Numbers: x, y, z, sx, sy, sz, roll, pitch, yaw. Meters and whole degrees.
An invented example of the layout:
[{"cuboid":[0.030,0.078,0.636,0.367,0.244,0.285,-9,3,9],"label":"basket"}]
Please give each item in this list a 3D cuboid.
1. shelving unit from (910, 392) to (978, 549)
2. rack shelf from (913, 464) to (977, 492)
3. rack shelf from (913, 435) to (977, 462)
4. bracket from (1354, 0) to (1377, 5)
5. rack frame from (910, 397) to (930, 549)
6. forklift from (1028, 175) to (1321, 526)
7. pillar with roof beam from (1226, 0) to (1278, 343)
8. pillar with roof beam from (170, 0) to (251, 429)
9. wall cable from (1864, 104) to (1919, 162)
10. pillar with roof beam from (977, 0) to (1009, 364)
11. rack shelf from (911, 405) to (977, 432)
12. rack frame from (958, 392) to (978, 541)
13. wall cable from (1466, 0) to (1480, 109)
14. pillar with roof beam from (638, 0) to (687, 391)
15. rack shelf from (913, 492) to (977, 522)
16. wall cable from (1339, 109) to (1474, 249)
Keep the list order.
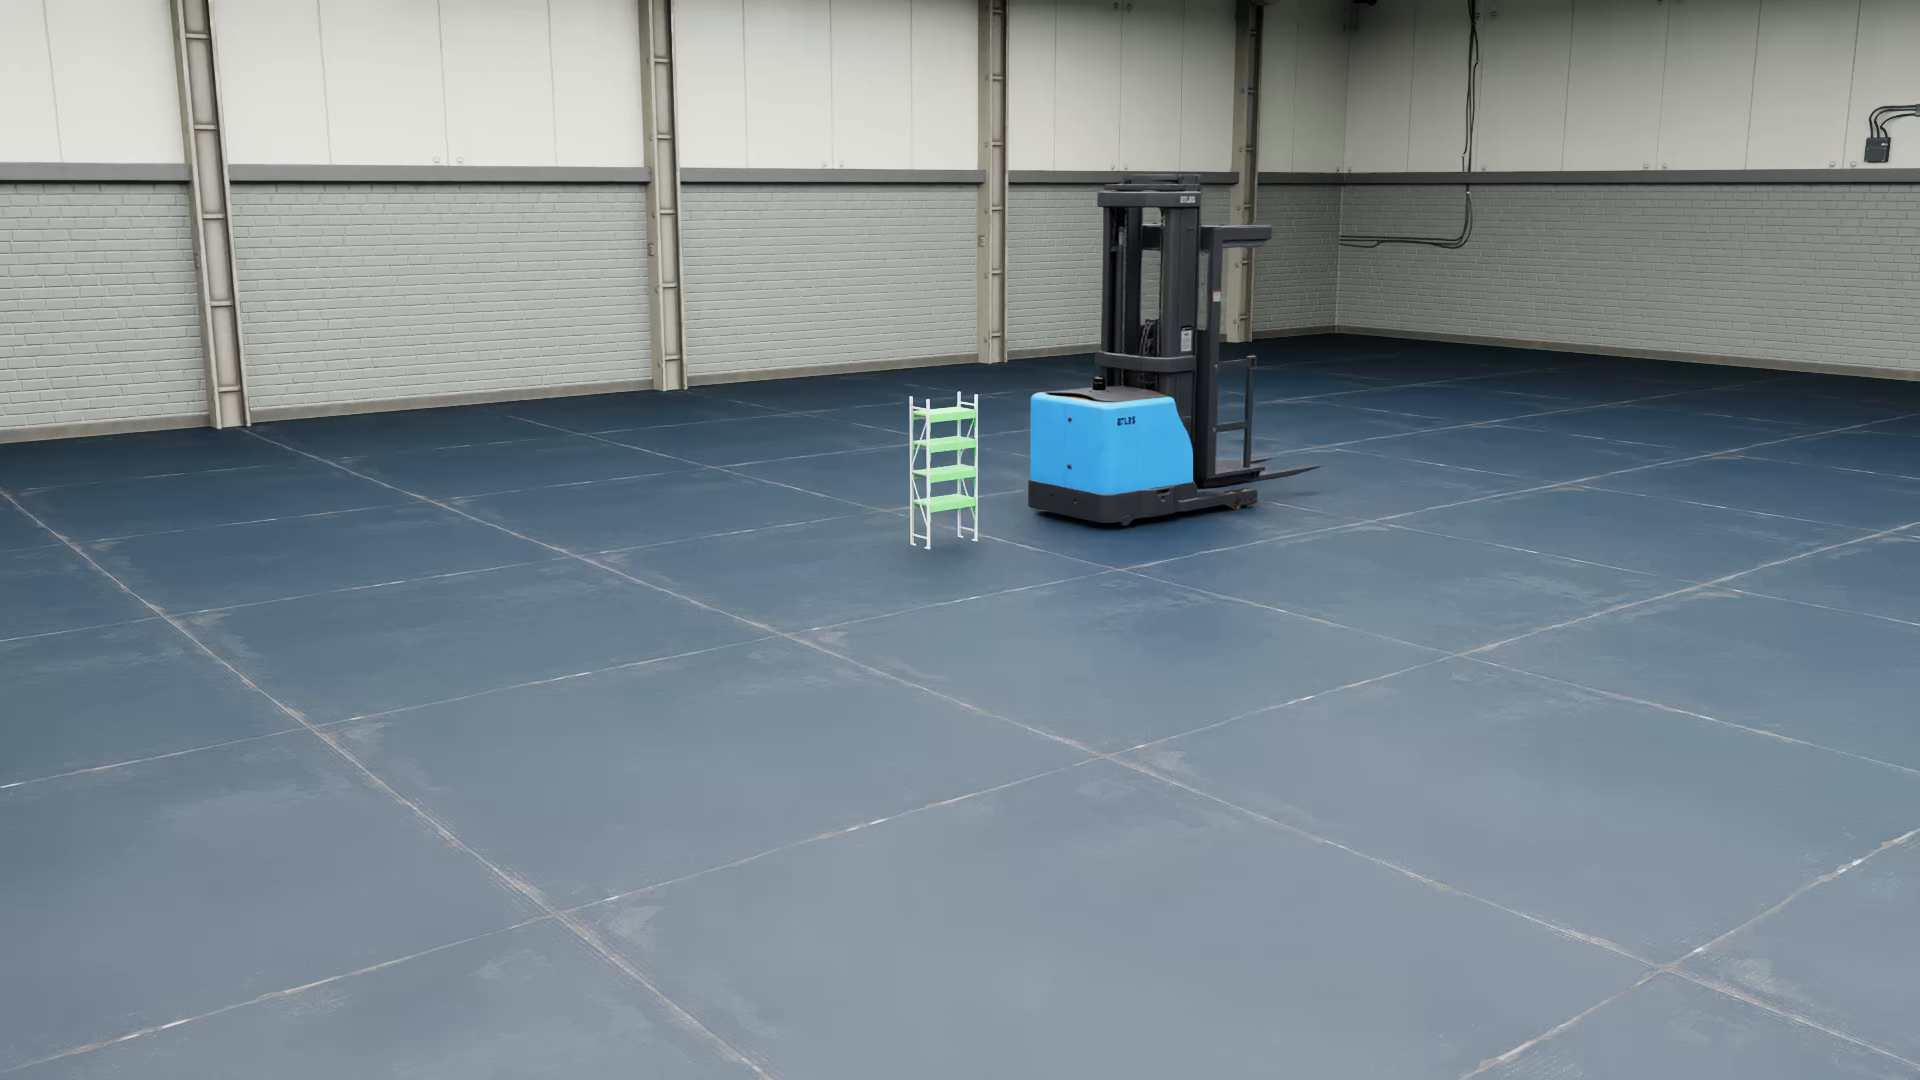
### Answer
[{"cuboid":[-0.129,-0.565,13.403,0.503,1.200,0.258,-9,15,-38],"label":"shelving unit"},{"cuboid":[-0.129,-0.503,13.416,0.480,0.148,0.258,-9,15,-38],"label":"rack shelf"},{"cuboid":[-0.129,-0.738,13.366,0.480,0.148,0.258,-9,15,-38],"label":"rack shelf"},{"cuboid":[7.616,-10.185,31.264,0.430,0.232,0.235,-9,15,-38],"label":"bracket"},{"cuboid":[-0.320,-0.534,13.254,0.015,1.200,0.240,-9,15,-38],"label":"rack frame"},{"cuboid":[2.064,-1.778,14.946,3.031,2.935,1.130,-10,15,-38],"label":"forklift"},{"cuboid":[7.908,-7.422,26.919,0.548,9.000,9.100,-9,15,-38],"label":"pillar with roof beam"},{"cuboid":[-6.147,-5.087,15.920,0.400,9.000,9.100,-9,15,-38],"label":"pillar with roof beam"},{"cuboid":[14.264,-8.410,23.383,0.169,6.003,2.305,-9,15,-38],"label":"wall cable"},{"cuboid":[3.223,-6.644,23.253,0.400,9.000,9.100,-9,15,-38],"label":"pillar with roof beam"},{"cuboid":[-0.129,-0.972,13.317,0.480,0.148,0.258,-9,15,-38],"label":"rack shelf"},{"cuboid":[0.061,-0.597,13.552,0.015,1.200,0.240,-9,15,-38],"label":"rack frame"},{"cuboid":[10.036,-8.801,28.729,0.112,2.526,3.097,-9,15,-38],"label":"wall cable"},{"cuboid":[-1.462,-5.865,19.586,0.400,9.000,9.100,-9,15,-38],"label":"pillar with roof beam"},{"cuboid":[-0.129,-0.268,13.466,0.480,0.148,0.258,-9,15,-38],"label":"rack shelf"},{"cuboid":[8.346,-6.770,31.320,0.112,2.526,3.097,-9,15,-38],"label":"wall cable"}]
